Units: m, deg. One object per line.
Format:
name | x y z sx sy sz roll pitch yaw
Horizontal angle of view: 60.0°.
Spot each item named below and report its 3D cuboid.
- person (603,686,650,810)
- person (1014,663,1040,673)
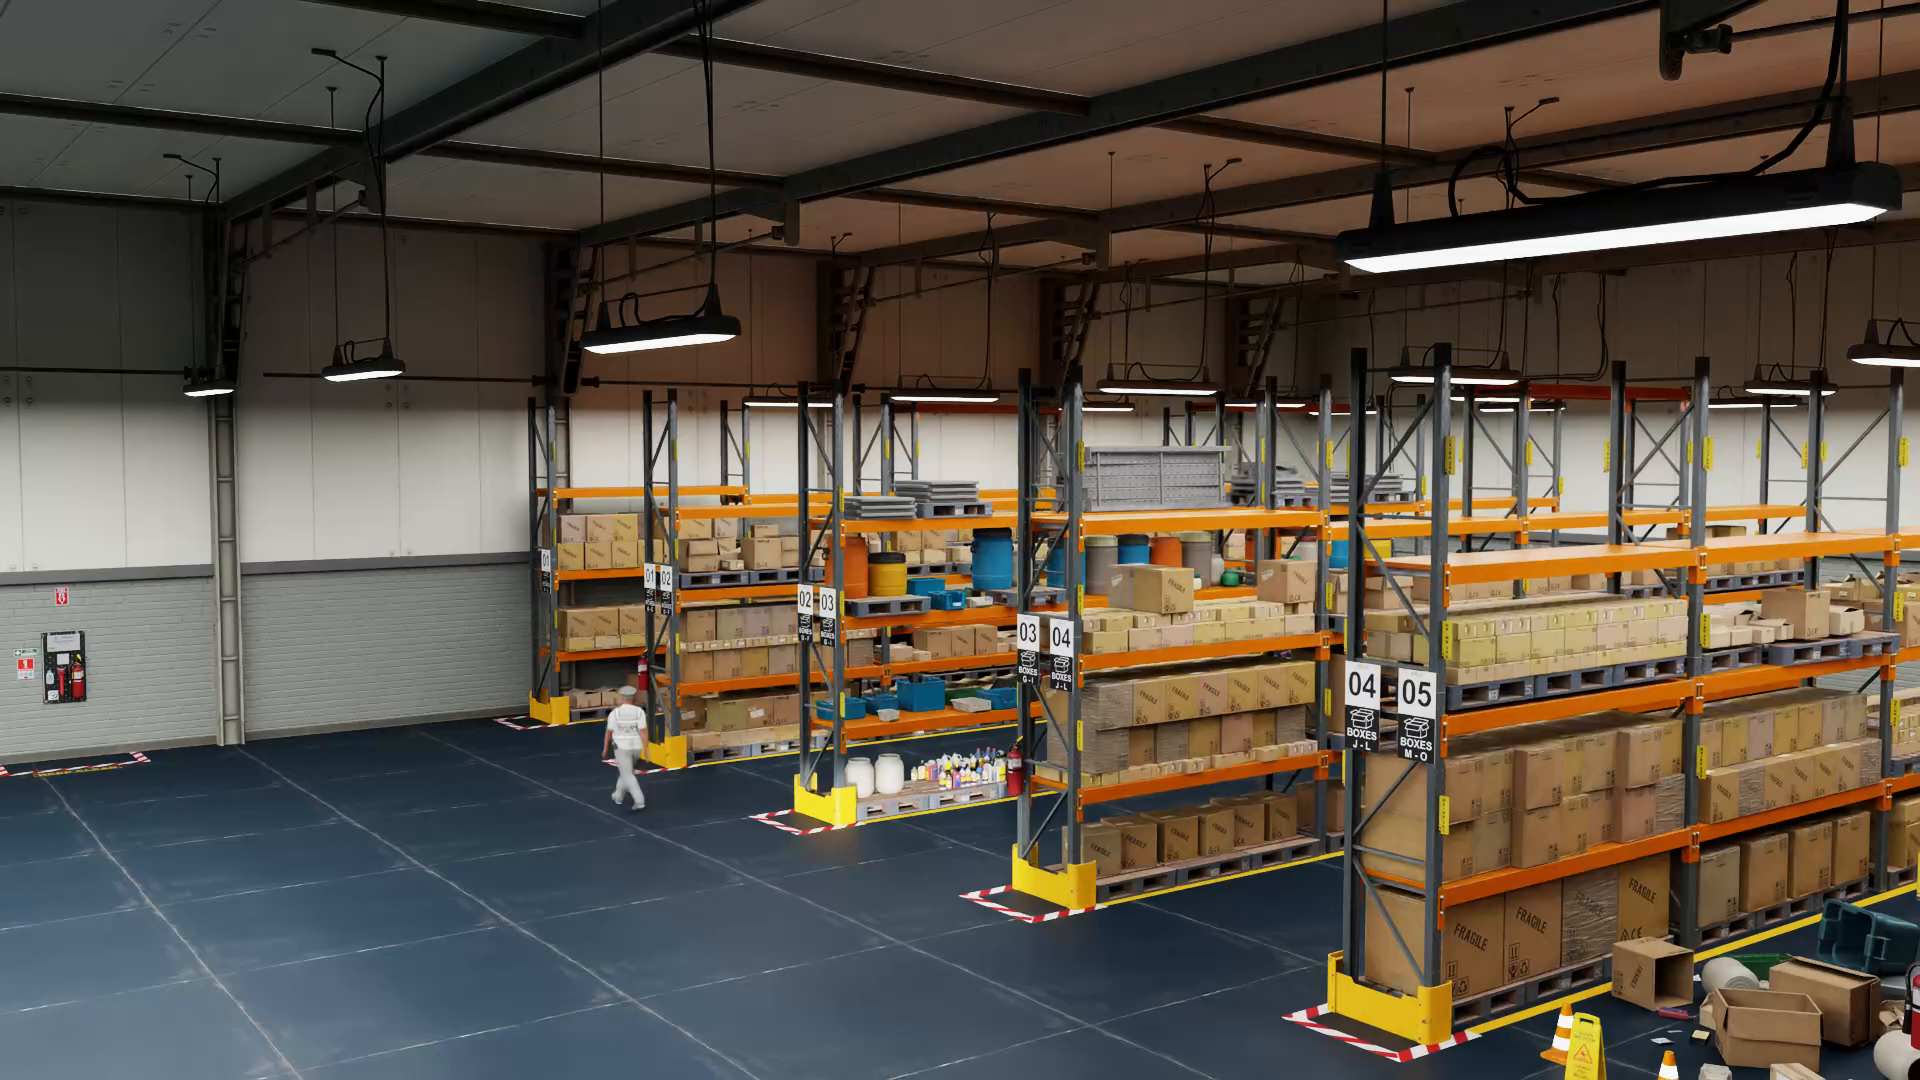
person | -4.707 2.912 23.372 1.035 1.727 0.534 3 4 37
person | 1.423 2.002 35.176 0.577 1.639 0.560 -2 4 -36
